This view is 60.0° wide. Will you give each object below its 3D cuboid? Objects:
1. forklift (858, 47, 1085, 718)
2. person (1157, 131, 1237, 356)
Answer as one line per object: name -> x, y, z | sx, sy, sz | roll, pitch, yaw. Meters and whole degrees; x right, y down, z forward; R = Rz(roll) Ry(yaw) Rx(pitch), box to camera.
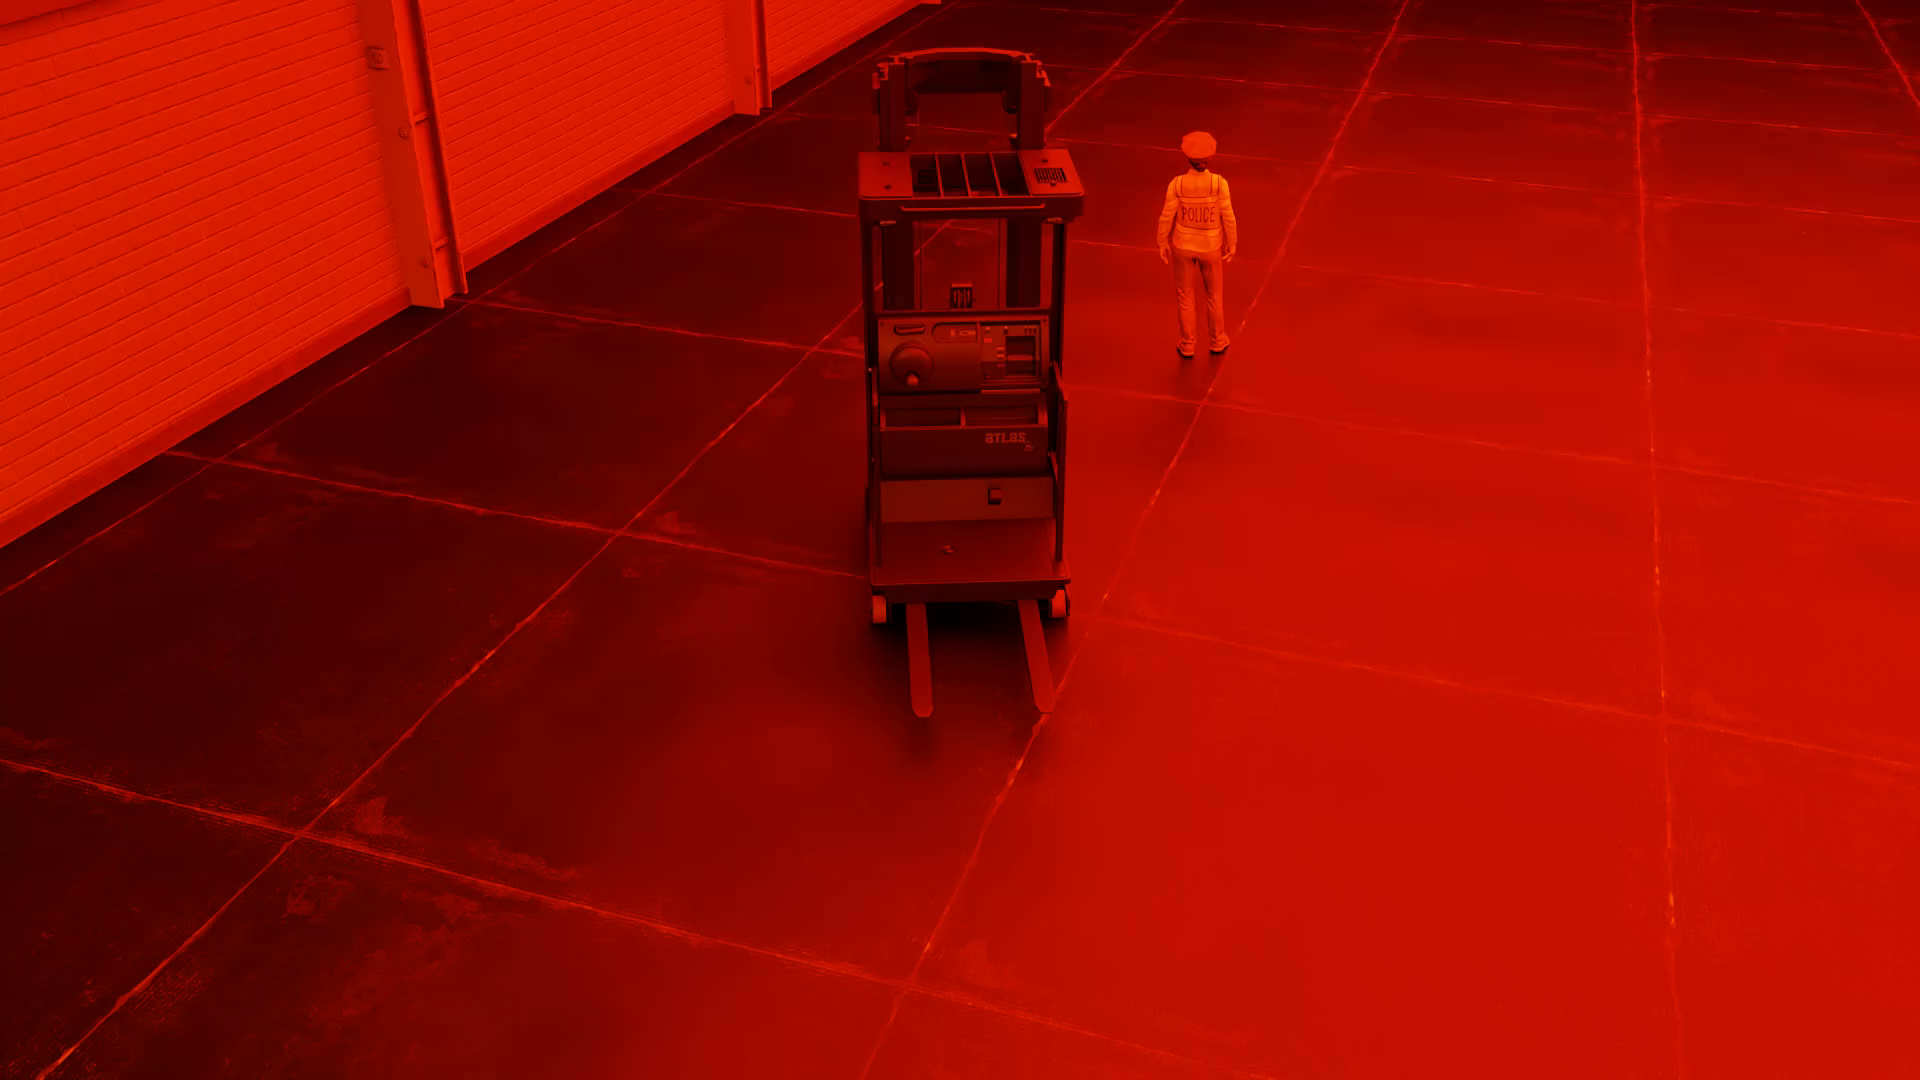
forklift -> 0.035, -0.972, 8.842 | 1.130, 2.935, 3.031 | -2, 30, -3
person -> 1.737, -2.166, 12.170 | 0.588, 1.696, 0.534 | 5, 30, 9
